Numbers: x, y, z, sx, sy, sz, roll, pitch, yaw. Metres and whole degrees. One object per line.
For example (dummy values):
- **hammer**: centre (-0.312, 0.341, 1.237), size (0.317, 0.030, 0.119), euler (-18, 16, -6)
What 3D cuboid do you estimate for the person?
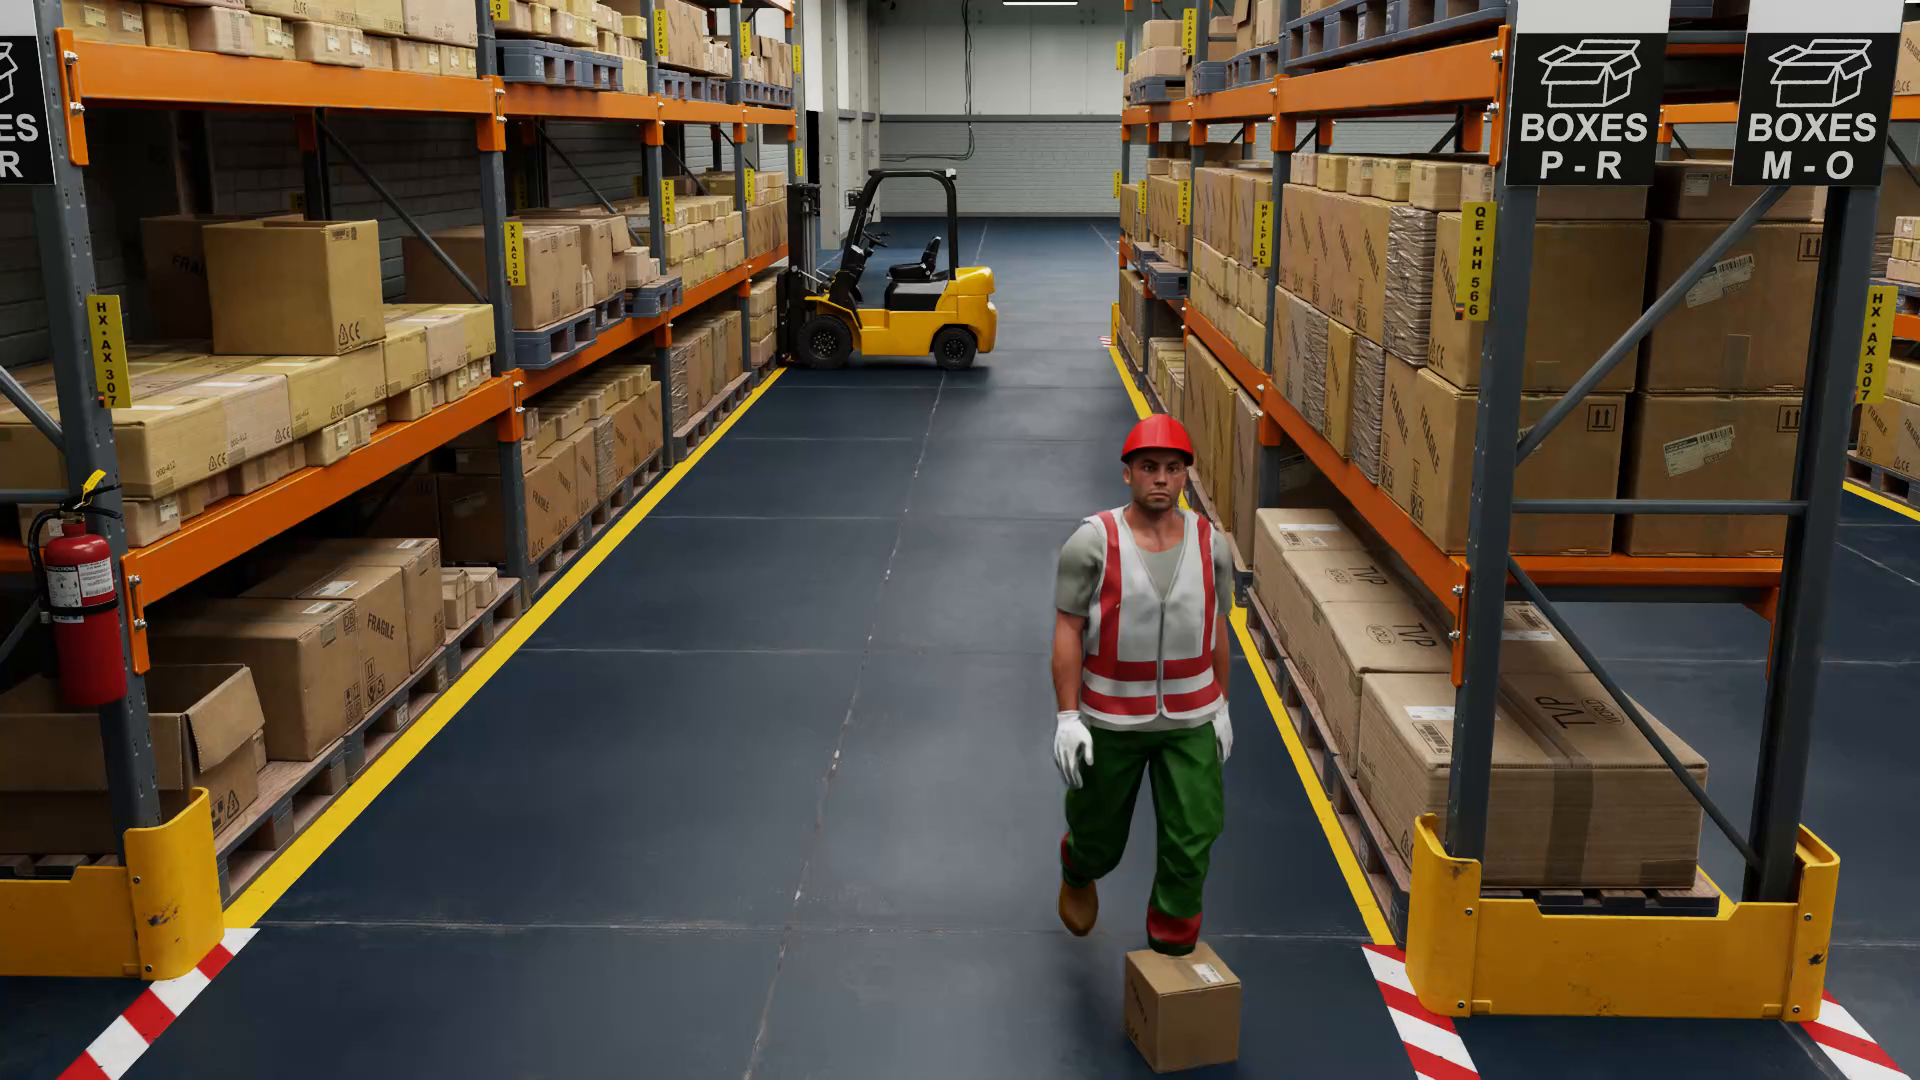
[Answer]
- **person**: centre (0.535, 0.507, 4.837), size (0.566, 1.760, 0.841), euler (-1, 14, -6)
